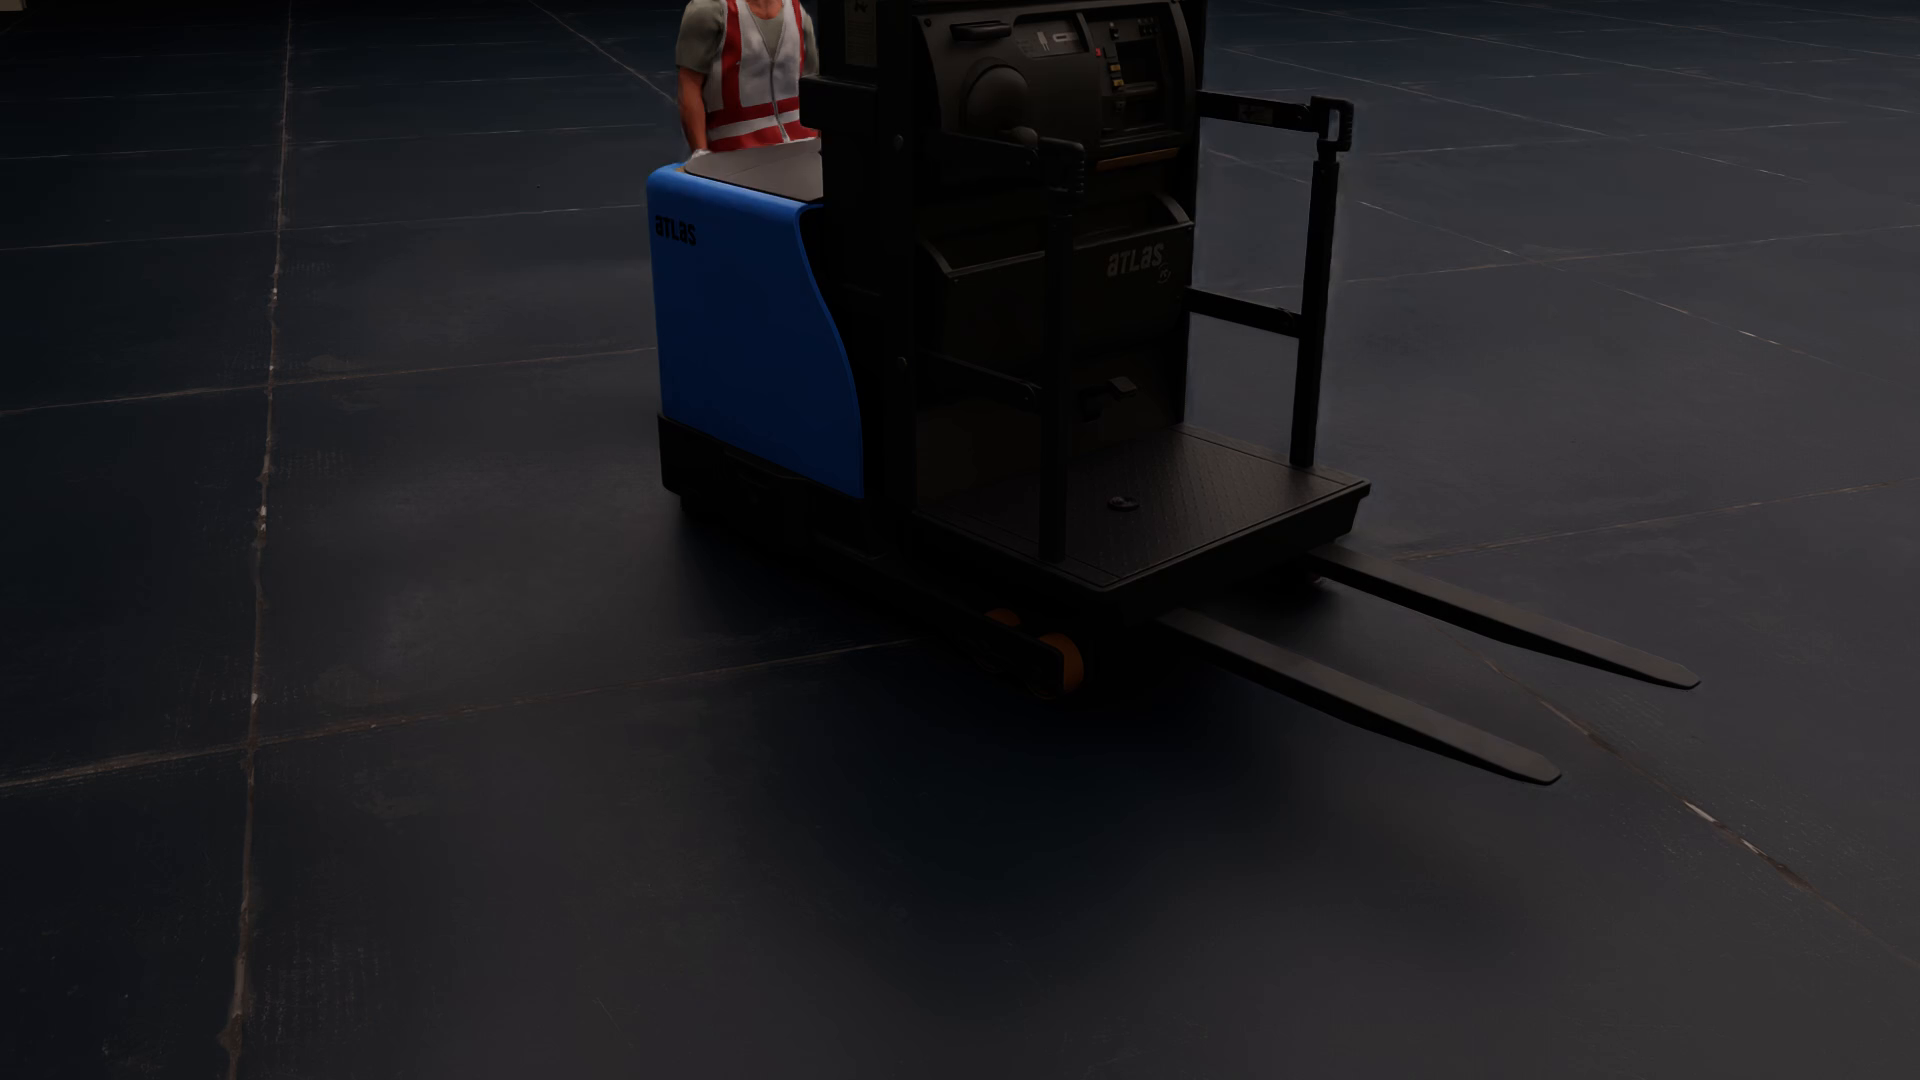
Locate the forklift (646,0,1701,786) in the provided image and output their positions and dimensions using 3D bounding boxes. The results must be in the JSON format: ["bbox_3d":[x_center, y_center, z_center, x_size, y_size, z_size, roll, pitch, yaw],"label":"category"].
[{"bbox_3d":[0.409,-1.176,4.096,1.130,2.935,3.031,-19,30,-38],"label":"forklift"}]

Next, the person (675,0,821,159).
[{"bbox_3d":[-0.712,-1.305,5.865,0.713,1.788,0.440,-19,29,-38],"label":"person"}]
